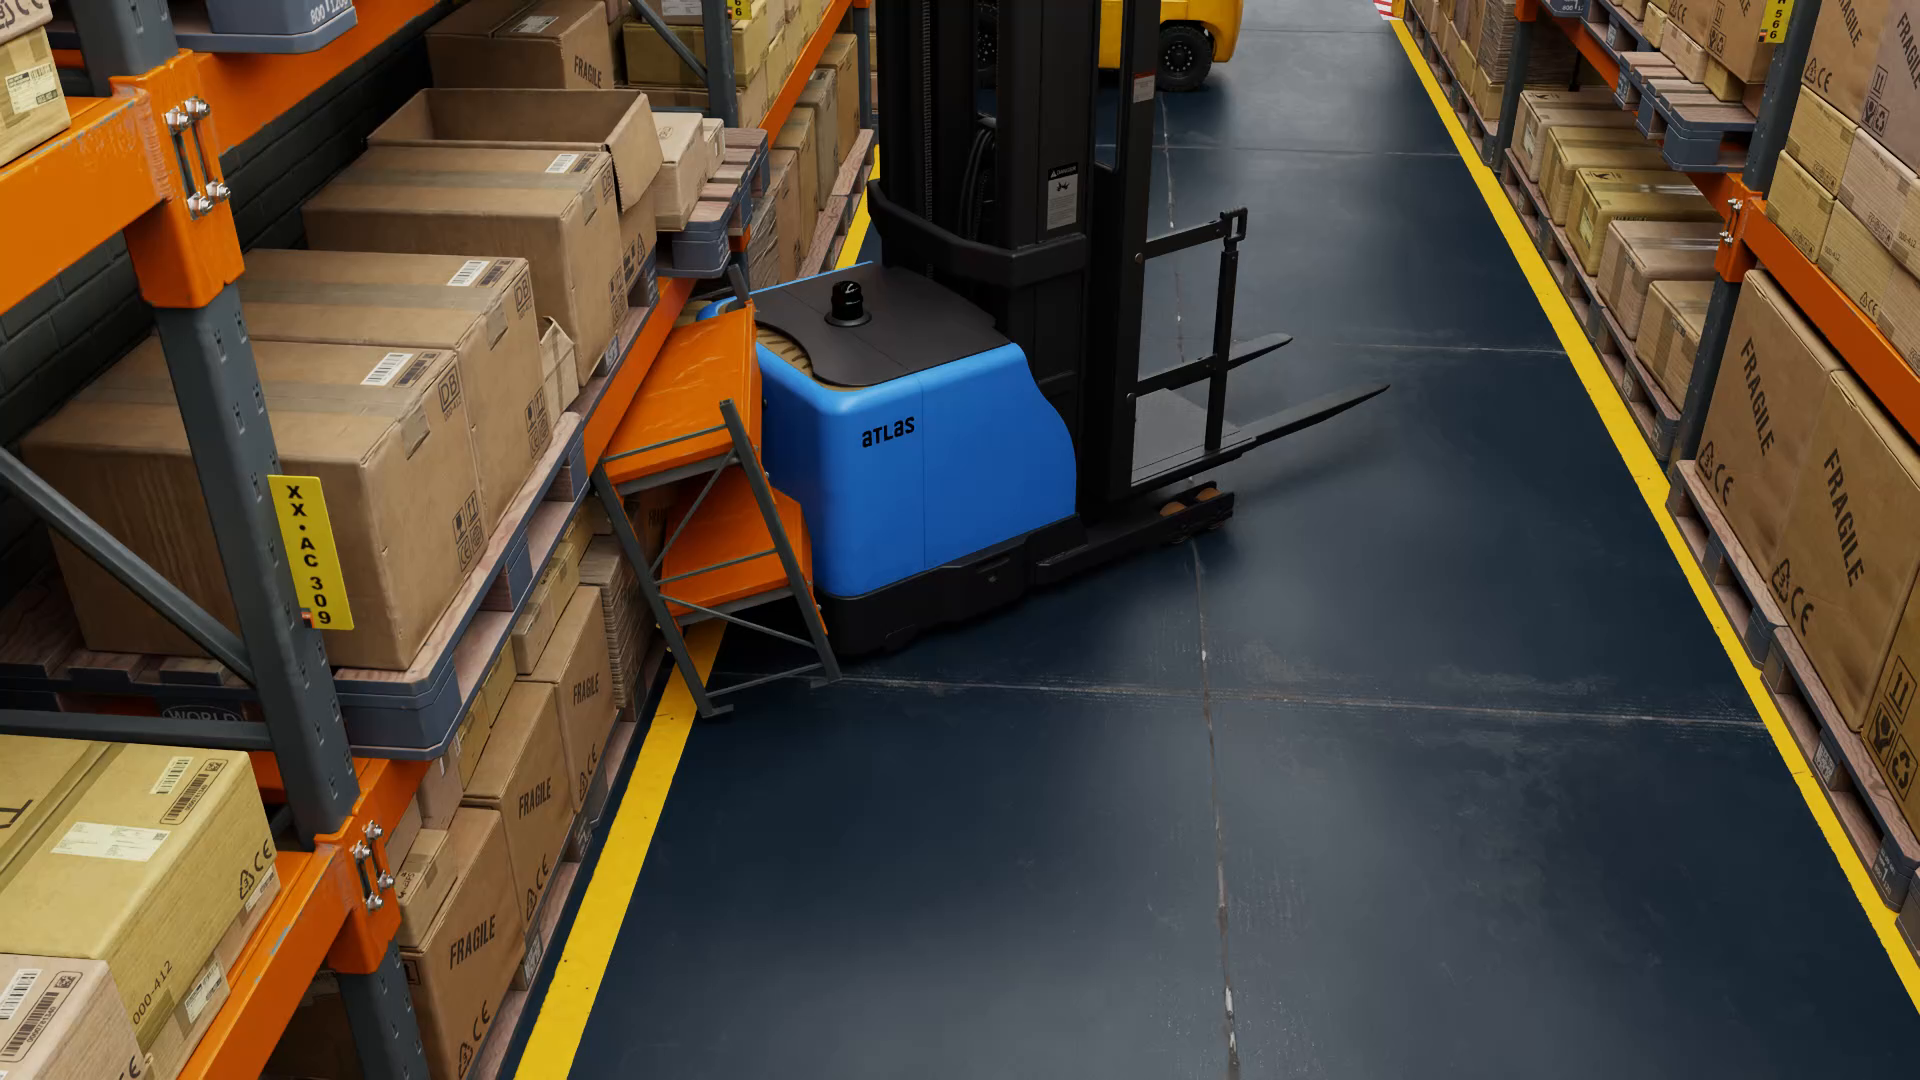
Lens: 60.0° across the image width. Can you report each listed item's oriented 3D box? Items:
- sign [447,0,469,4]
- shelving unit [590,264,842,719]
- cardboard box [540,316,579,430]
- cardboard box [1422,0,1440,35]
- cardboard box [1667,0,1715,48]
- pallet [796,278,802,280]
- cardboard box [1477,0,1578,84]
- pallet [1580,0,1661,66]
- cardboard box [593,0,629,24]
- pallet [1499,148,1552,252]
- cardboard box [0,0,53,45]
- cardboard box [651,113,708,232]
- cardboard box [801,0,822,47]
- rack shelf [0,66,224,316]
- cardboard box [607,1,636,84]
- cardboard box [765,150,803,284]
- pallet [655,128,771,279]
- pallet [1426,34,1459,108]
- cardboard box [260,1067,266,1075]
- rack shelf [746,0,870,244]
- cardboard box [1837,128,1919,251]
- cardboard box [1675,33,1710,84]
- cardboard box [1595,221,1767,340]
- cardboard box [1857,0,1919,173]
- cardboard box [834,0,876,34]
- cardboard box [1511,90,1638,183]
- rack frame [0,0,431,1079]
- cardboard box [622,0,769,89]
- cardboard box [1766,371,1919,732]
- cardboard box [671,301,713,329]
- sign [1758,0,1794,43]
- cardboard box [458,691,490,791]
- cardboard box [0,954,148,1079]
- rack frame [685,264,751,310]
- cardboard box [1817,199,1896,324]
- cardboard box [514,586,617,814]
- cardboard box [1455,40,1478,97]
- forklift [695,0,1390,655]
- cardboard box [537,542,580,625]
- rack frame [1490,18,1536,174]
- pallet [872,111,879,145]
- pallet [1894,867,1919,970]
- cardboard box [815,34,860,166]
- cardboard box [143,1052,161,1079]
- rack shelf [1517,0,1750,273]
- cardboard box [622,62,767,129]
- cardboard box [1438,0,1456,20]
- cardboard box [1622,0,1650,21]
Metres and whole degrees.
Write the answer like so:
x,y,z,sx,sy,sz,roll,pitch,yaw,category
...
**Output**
x,y,z,sx,sy,sz,roll,pitch,yaw,category
-1.951,-2.231,6.407,0.100,0.325,0.005,2,32,4,sign
-0.836,-0.186,5.805,0.538,1.125,1.048,-16,33,4,shelving unit
-1.227,-0.456,4.358,0.396,0.266,0.258,4,32,6,cardboard box
3.811,-4.021,12.636,0.500,0.250,0.500,4,32,6,cardboard box
3.341,-2.374,6.964,0.500,0.500,0.500,2,32,3,cardboard box
-1.291,-0.957,8.102,1.003,0.211,1.213,2,32,4,pallet
3.657,-3.246,10.663,0.500,0.500,0.500,2,32,3,cardboard box
3.671,-2.461,8.067,1.003,0.211,1.213,2,32,4,pallet
-1.573,-2.213,6.769,0.380,0.149,0.250,3,32,6,cardboard box
3.814,-2.003,9.799,1.003,0.211,1.213,2,32,4,pallet
-1.513,-0.701,2.029,0.500,0.250,0.500,3,32,4,cardboard box
-1.161,-1.265,5.687,0.500,0.250,0.500,1,32,2,cardboard box
-0.993,-2.677,8.378,0.500,0.250,0.500,3,32,6,cardboard box
-1.886,0.451,0.986,1.077,0.370,4.000,2,32,4,rack shelf
-1.638,-2.111,6.984,0.500,0.250,0.500,3,32,5,cardboard box
-1.288,-1.551,8.271,0.875,0.625,0.625,3,32,6,cardboard box
-1.383,-1.277,6.145,1.213,0.211,1.003,2,32,4,pallet
3.992,-3.403,12.070,1.003,0.211,1.213,2,32,4,pallet
-1.978,0.992,4.264,0.500,0.500,0.500,2,32,4,cardboard box
-1.234,-2.455,8.561,1.077,0.370,4.000,2,32,4,rack shelf
3.220,-1.130,5.391,0.500,0.250,0.500,3,32,5,cardboard box
3.268,-2.036,7.034,0.380,0.149,0.250,2,32,4,cardboard box
3.658,-1.247,8.019,0.950,0.372,0.625,2,32,3,cardboard box
3.236,-1.467,5.223,0.500,0.500,0.500,3,32,4,cardboard box
-0.720,-3.481,10.807,0.500,0.250,0.500,2,32,3,cardboard box
3.836,-2.383,9.862,0.950,0.372,0.625,3,32,5,cardboard box
-1.720,0.376,3.281,0.949,2.616,0.053,2,32,4,rack frame
-1.093,-2.085,6.941,0.500,0.250,0.500,2,32,4,cardboard box
3.334,0.044,5.445,0.875,0.875,0.875,3,32,5,cardboard box
-1.185,-0.837,6.614,0.380,0.149,0.250,1,32,2,cardboard box
3.009,-1.983,6.081,0.100,0.325,0.005,2,32,4,sign
-1.474,0.526,4.401,0.380,0.149,0.250,1,32,1,cardboard box
-1.547,0.852,2.367,0.500,0.250,0.500,3,32,4,cardboard box
-0.884,-0.461,6.229,0.500,1.125,0.032,-16,33,4,rack frame
3.235,-0.927,5.539,0.500,0.250,0.500,2,32,3,cardboard box
-1.381,0.478,5.097,0.500,0.500,0.500,2,32,3,cardboard box
3.689,-3.205,11.312,0.500,0.250,0.500,2,32,3,cardboard box
0.508,-1.438,6.290,3.031,2.935,1.130,-21,37,-30,forklift
-1.385,0.123,5.055,0.380,0.149,0.250,4,32,6,cardboard box
3.876,-3.597,9.728,1.000,3.000,0.127,2,32,4,rack frame
-0.965,-3.034,11.472,1.003,0.211,1.213,2,32,4,pallet
3.212,1.366,4.332,1.003,0.211,1.213,2,32,4,pallet
-1.103,-2.702,10.138,0.875,0.625,0.625,4,32,6,cardboard box
-1.494,0.934,2.614,0.380,0.149,0.250,3,32,5,cardboard box
3.713,-2.245,8.220,1.077,0.370,4.000,2,32,4,rack shelf
-1.118,-1.874,7.074,0.500,0.250,0.500,3,32,4,cardboard box
3.772,-4.058,11.982,0.500,0.500,0.500,3,32,5,cardboard box
3.390,-2.573,7.905,0.380,0.149,0.250,1,32,2,cardboard box
